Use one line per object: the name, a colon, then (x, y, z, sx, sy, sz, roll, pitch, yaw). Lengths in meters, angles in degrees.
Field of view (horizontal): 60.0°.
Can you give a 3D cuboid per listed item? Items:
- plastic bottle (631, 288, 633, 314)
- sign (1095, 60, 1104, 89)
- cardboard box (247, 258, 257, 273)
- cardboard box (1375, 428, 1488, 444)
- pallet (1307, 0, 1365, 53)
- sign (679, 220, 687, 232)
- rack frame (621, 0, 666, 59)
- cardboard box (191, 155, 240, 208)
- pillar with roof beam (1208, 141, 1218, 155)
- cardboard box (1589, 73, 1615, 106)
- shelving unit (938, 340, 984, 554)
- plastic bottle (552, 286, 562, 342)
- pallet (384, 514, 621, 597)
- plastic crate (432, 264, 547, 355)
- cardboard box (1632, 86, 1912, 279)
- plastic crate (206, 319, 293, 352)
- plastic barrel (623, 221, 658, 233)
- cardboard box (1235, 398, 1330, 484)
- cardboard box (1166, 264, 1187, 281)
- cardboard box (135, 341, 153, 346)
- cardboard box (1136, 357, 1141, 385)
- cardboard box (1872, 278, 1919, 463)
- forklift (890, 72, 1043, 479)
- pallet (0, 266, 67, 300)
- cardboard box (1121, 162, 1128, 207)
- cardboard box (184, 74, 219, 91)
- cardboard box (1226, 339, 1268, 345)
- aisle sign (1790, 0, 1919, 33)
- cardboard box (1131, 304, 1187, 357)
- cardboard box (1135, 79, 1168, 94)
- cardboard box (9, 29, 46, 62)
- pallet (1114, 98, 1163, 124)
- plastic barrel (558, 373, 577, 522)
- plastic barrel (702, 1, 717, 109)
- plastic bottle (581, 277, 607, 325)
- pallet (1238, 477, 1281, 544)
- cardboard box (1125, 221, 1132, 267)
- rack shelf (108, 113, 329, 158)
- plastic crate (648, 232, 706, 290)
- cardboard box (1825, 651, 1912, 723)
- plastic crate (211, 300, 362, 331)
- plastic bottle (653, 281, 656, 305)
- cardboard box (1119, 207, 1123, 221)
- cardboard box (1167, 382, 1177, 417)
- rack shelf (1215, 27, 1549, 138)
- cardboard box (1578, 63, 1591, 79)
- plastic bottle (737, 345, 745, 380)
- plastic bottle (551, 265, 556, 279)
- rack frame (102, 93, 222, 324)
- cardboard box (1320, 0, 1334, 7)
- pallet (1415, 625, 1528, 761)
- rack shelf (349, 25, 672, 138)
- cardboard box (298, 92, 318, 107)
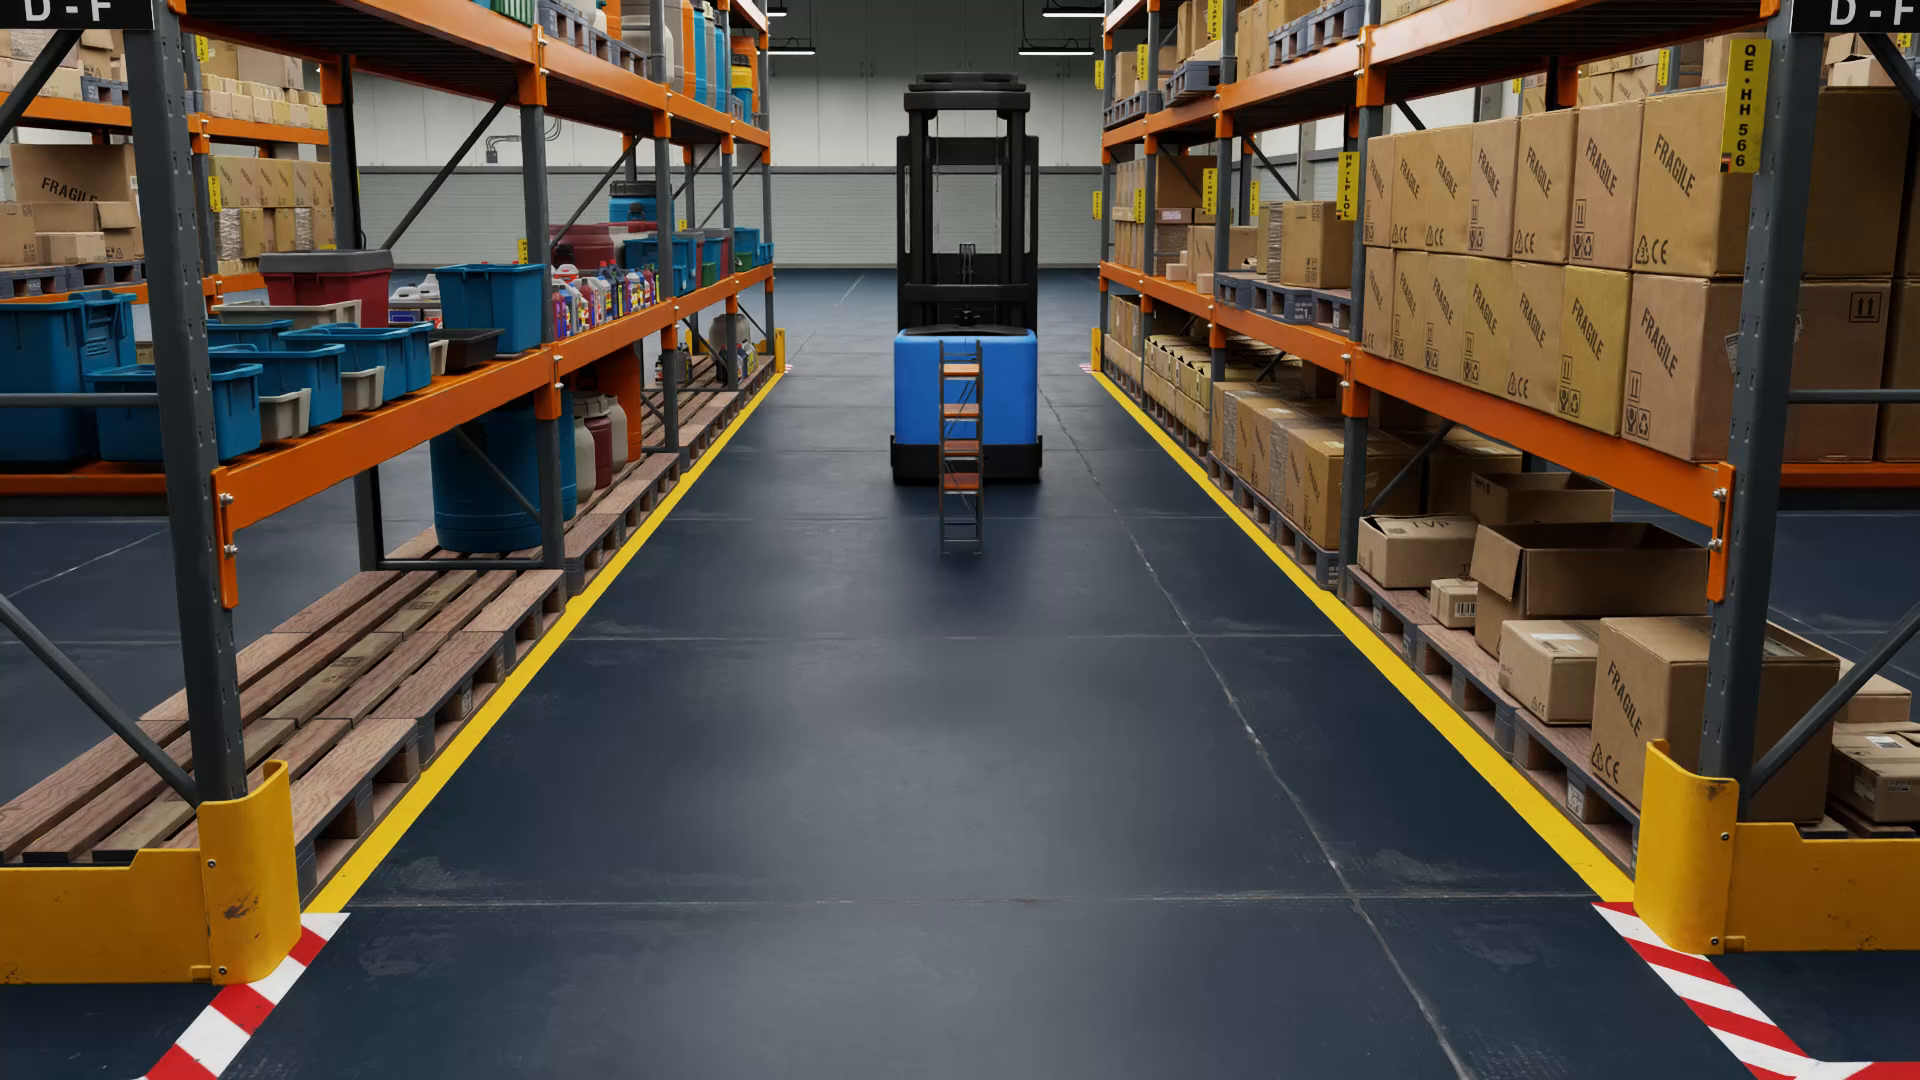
plastic bottle: (-2.152, -1.556, 10.684, 0.097, 0.201, 0.097, 0, 11, 0)
sign: (1.643, -5.482, 19.596, 0.100, 0.325, 0.005, 0, 11, -1)
cardboard box: (-7.367, -2.781, 16.854, 0.380, 0.149, 0.250, 0, 11, -1)
cardboard box: (2.657, -0.354, 9.442, 0.500, 0.500, 0.500, 0, 11, 0)
pallet: (2.502, -2.669, 8.597, 1.213, 0.211, 1.003, 0, 11, -1)
sign: (-3.305, -3.661, 19.863, 0.100, 0.325, 0.005, 0, 11, -1)
rack frame: (-2.589, -4.876, 11.462, 1.000, 3.000, 0.127, 0, 11, -1)
cardboard box: (-7.379, -3.486, 16.185, 0.500, 0.500, 0.500, 0, 11, -1)
pillar with roof beam: (3.105, -12.317, 48.141, 9.100, 9.000, 0.548, 0, 11, -1)
cardboard box: (6.928, -4.611, 17.396, 0.500, 0.500, 0.500, -1, 11, -3)
shelving unit: (0.003, -0.555, 9.778, 0.258, 1.200, 0.503, 0, 11, -1)
plastic bottle: (-2.088, -1.159, 8.519, 0.061, 0.283, 0.133, 0, 11, -1)
pallet: (-2.481, 0.072, 9.174, 1.003, 0.211, 1.213, 0, 11, -1)
plastic crate: (-2.156, -1.071, 7.684, 0.392, 0.384, 0.575, 0, 11, -1)
cardboard box: (2.244, -0.992, 4.638, 0.500, 0.500, 0.500, 0, 11, -2)
plastic crate: (-2.723, -0.701, 6.238, 0.416, 0.233, 0.300, 0, 11, -1)
plastic barrel: (-2.872, -2.607, 15.023, 0.433, 0.535, 0.433, 0, 11, 0)
cardboard box: (2.108, -0.651, 10.904, 0.500, 0.500, 0.500, 0, 11, -2)
cardboard box: (2.094, -2.451, 15.227, 0.380, 0.149, 0.250, 0, 11, -1)
cardboard box: (-7.633, -1.579, 15.480, 0.700, 0.500, 0.500, -1, 12, -6)
cardboard box: (2.052, -1.701, 16.756, 0.500, 0.250, 0.500, 0, 11, -1)
cardboard box: (2.783, -0.504, 4.747, 0.500, 0.500, 0.500, 0, 11, 0)
forklift: (0.062, -2.112, 13.096, 1.130, 2.935, 3.031, 0, 11, 1)
pallet: (-7.663, -1.963, 12.674, 1.213, 0.211, 1.003, 0, 11, -1)
cardboard box: (2.212, -4.023, 18.830, 0.700, 0.500, 0.500, -1, 11, -3)
cardboard box: (-7.323, -4.369, 15.879, 0.380, 0.149, 0.250, -1, 11, -3)
cardboard box: (2.592, -1.701, 15.350, 0.500, 0.311, 0.500, 0, 11, 0)
aisle sign: (2.223, -1.625, 3.985, 0.394, 0.787, 0.004, 0, 11, -1)
cardboard box: (2.053, -2.167, 17.172, 0.500, 0.500, 0.500, 0, 11, -1)
cardboard box: (1.982, -4.611, 16.922, 0.380, 0.149, 0.250, 0, 11, -1)
cardboard box: (-7.301, -3.875, 12.563, 0.500, 0.500, 0.500, 0, 11, -1)
pallet: (2.214, -4.589, 17.813, 1.003, 0.211, 1.213, 0, 11, -1)
plastic barrel: (-2.516, -0.568, 9.533, 0.600, 0.901, 0.708, 0, 11, -1)
plastic barrel: (-2.431, -4.217, 14.495, 0.600, 0.901, 0.600, 0, 11, 0)
plastic bottle: (-2.159, -1.404, 9.747, 0.152, 0.276, 0.135, 0, 11, -1)
pallet: (2.363, -0.199, 10.508, 1.003, 0.211, 1.213, 0, 11, -1)
cardboard box: (2.215, -3.299, 18.525, 0.700, 0.500, 0.500, 0, 11, -1)
rack shelf: (-7.665, -4.226, 17.611, 1.077, 0.370, 4.000, 0, 11, -1)
plastic crate: (-2.317, -2.290, 13.642, 0.402, 0.464, 0.583, 0, 11, -1)
cardboard box: (2.790, 0.558, 5.575, 0.500, 0.250, 0.500, 0, 11, -1)
plastic crate: (-2.659, -0.808, 6.645, 0.437, 0.282, 0.530, 0, 11, -1)
plastic bottle: (-2.170, -1.737, 11.577, 0.097, 0.201, 0.097, 0, 11, 0)
cardboard box: (2.005, -3.682, 18.780, 0.380, 0.149, 0.250, 0, 11, -2)
cardboard box: (2.073, -1.222, 14.399, 0.500, 0.250, 0.500, 0, 11, 0)
rack shelf: (2.404, -2.676, 9.969, 1.077, 0.370, 4.000, 0, 11, -1)
cardboard box: (6.897, -5.307, 18.312, 0.500, 0.500, 0.500, 0, 11, 0)
plastic bottle: (-2.274, -1.811, 16.997, 0.144, 0.351, 0.185, 0, 11, 0)
plastic bottle: (-2.904, -1.788, 11.641, 0.152, 0.276, 0.135, 0, 11, -1)
rack frame: (-7.624, -2.711, 15.878, 1.000, 3.000, 0.127, 0, 11, -1)
cardboard box: (2.478, -3.300, 9.678, 0.600, 0.600, 0.600, -1, 11, -3)
pallet: (2.487, 0.586, 6.642, 1.003, 0.211, 1.213, 0, 11, -1)
rack shelf: (-2.548, -2.656, 9.872, 1.077, 0.370, 4.000, 0, 11, -1)
cardboard box: (-7.357, -4.888, 18.440, 0.380, 0.149, 0.250, 0, 11, -1)
